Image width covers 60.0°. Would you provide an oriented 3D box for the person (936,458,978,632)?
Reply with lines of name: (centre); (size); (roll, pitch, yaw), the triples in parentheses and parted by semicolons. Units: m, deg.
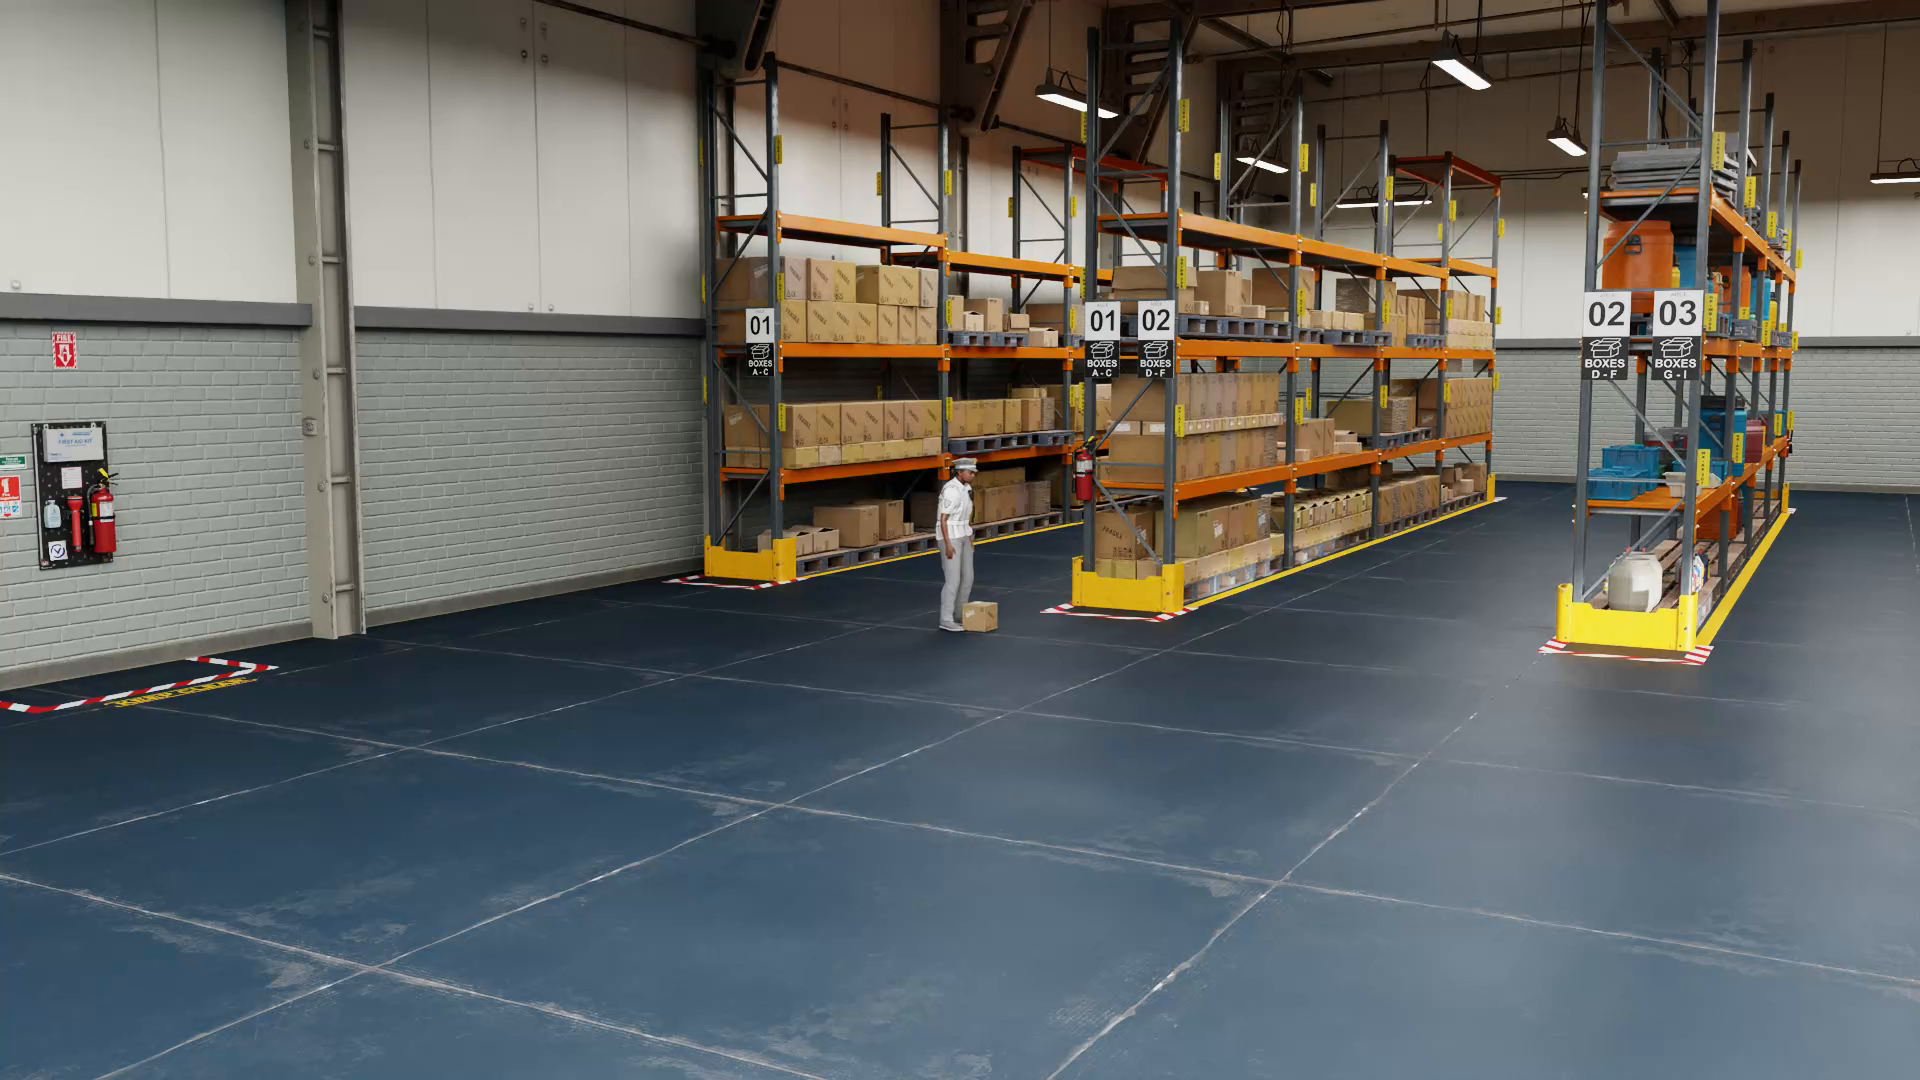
person: (-0.022, 0.030, 16.099); (0.396, 1.657, 0.504); (3, 7, 29)
